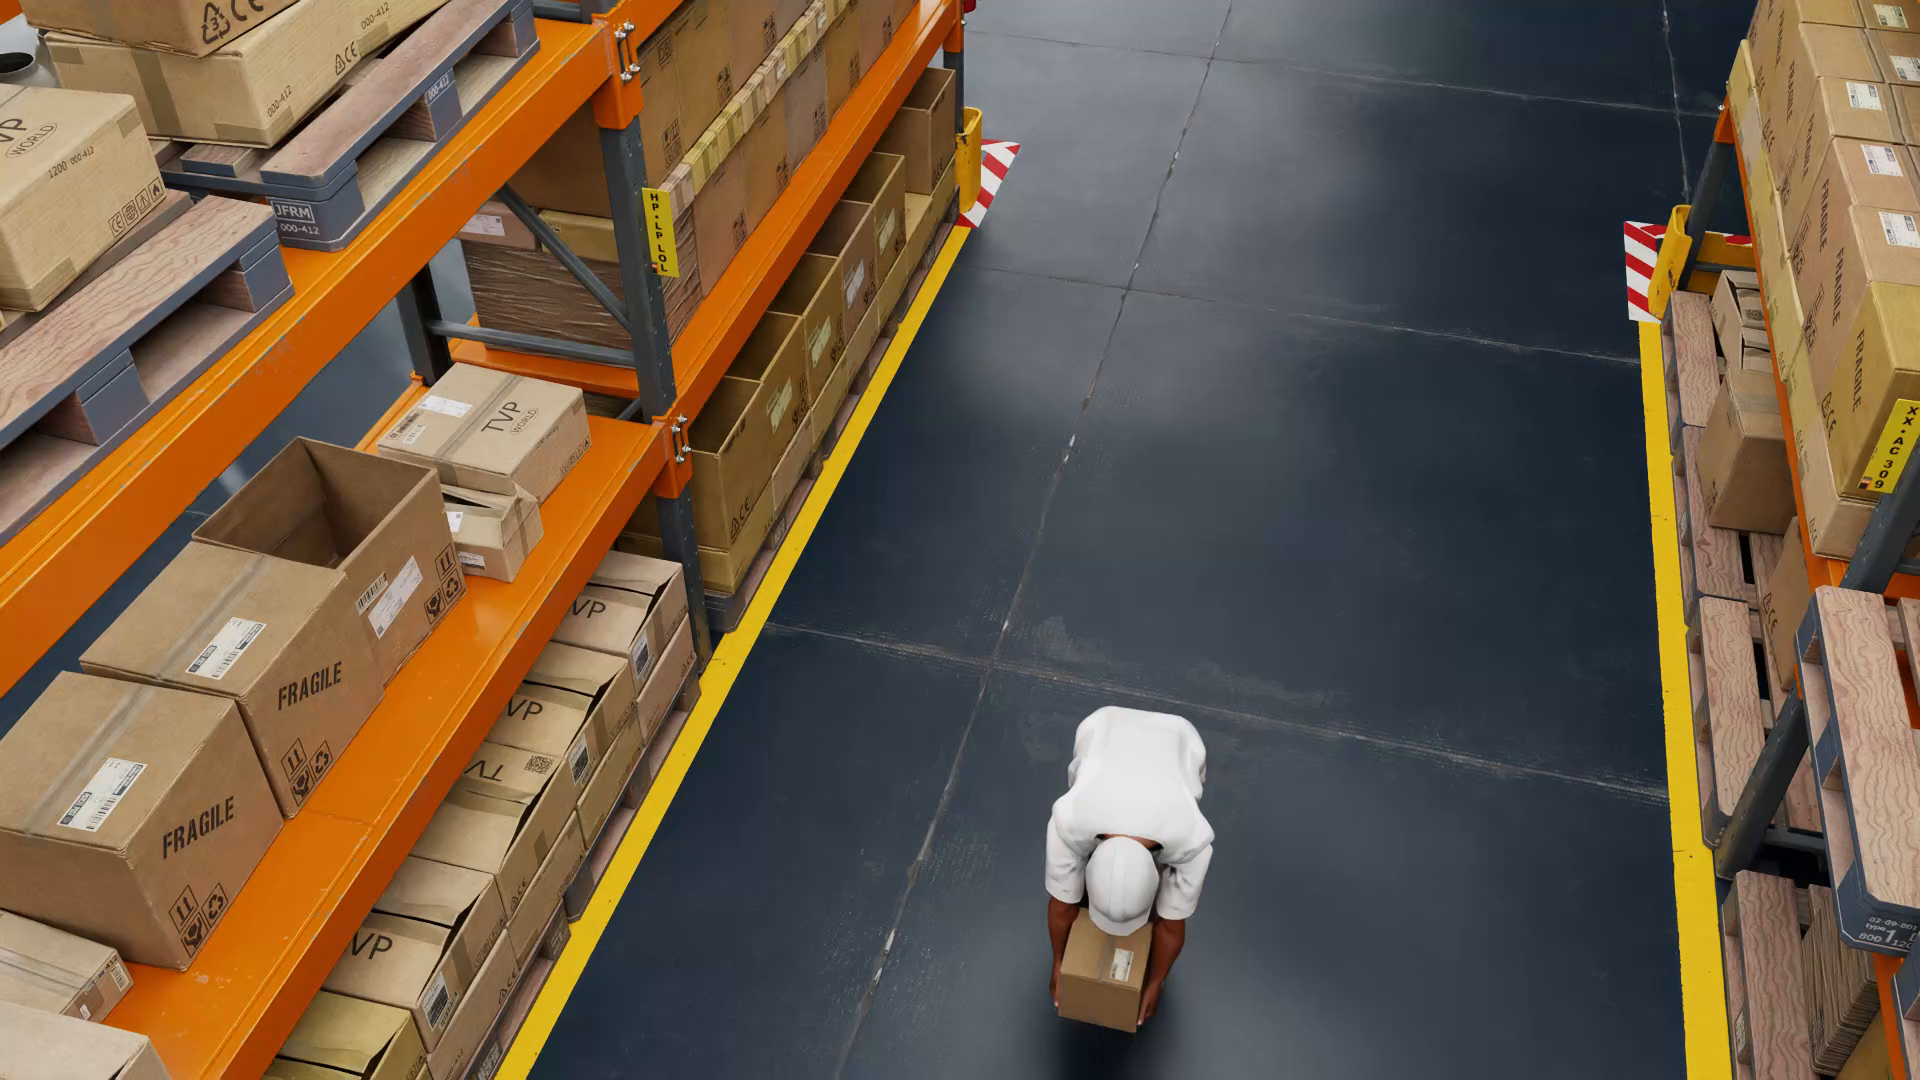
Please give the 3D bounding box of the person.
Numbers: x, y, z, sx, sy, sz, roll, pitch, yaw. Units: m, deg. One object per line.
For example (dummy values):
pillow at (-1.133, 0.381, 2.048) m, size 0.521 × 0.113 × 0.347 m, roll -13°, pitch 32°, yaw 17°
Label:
person at (0.531, 1.096, 5.310) m, size 0.507 × 1.186 × 0.953 m, roll 8°, pitch 41°, yaw 9°
